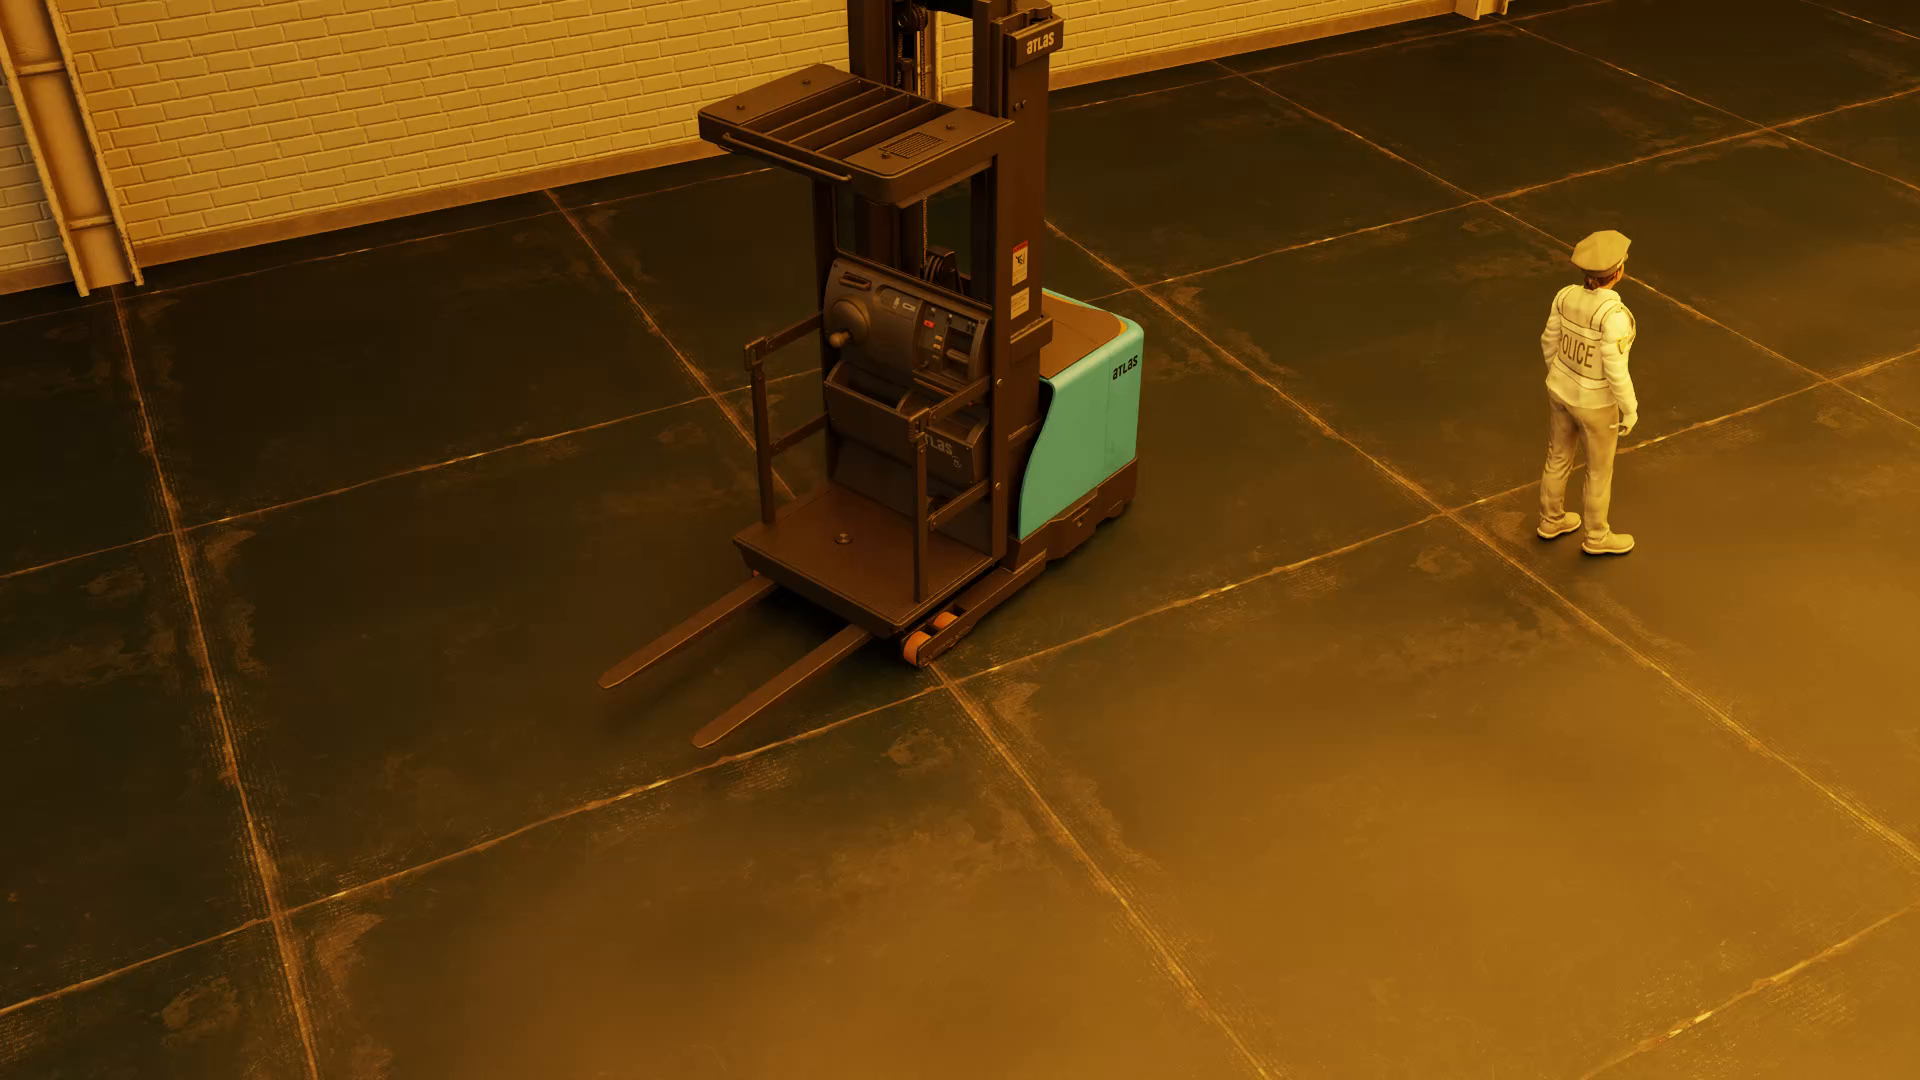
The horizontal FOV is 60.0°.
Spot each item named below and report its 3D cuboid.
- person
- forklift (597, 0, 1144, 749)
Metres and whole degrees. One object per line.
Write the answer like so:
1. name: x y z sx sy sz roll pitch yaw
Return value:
1. person: 3.138 -0.731 8.216 0.530 1.694 0.587 -16 38 -21
2. forklift: -0.390 -0.927 7.434 1.130 2.935 3.031 26 43 31
